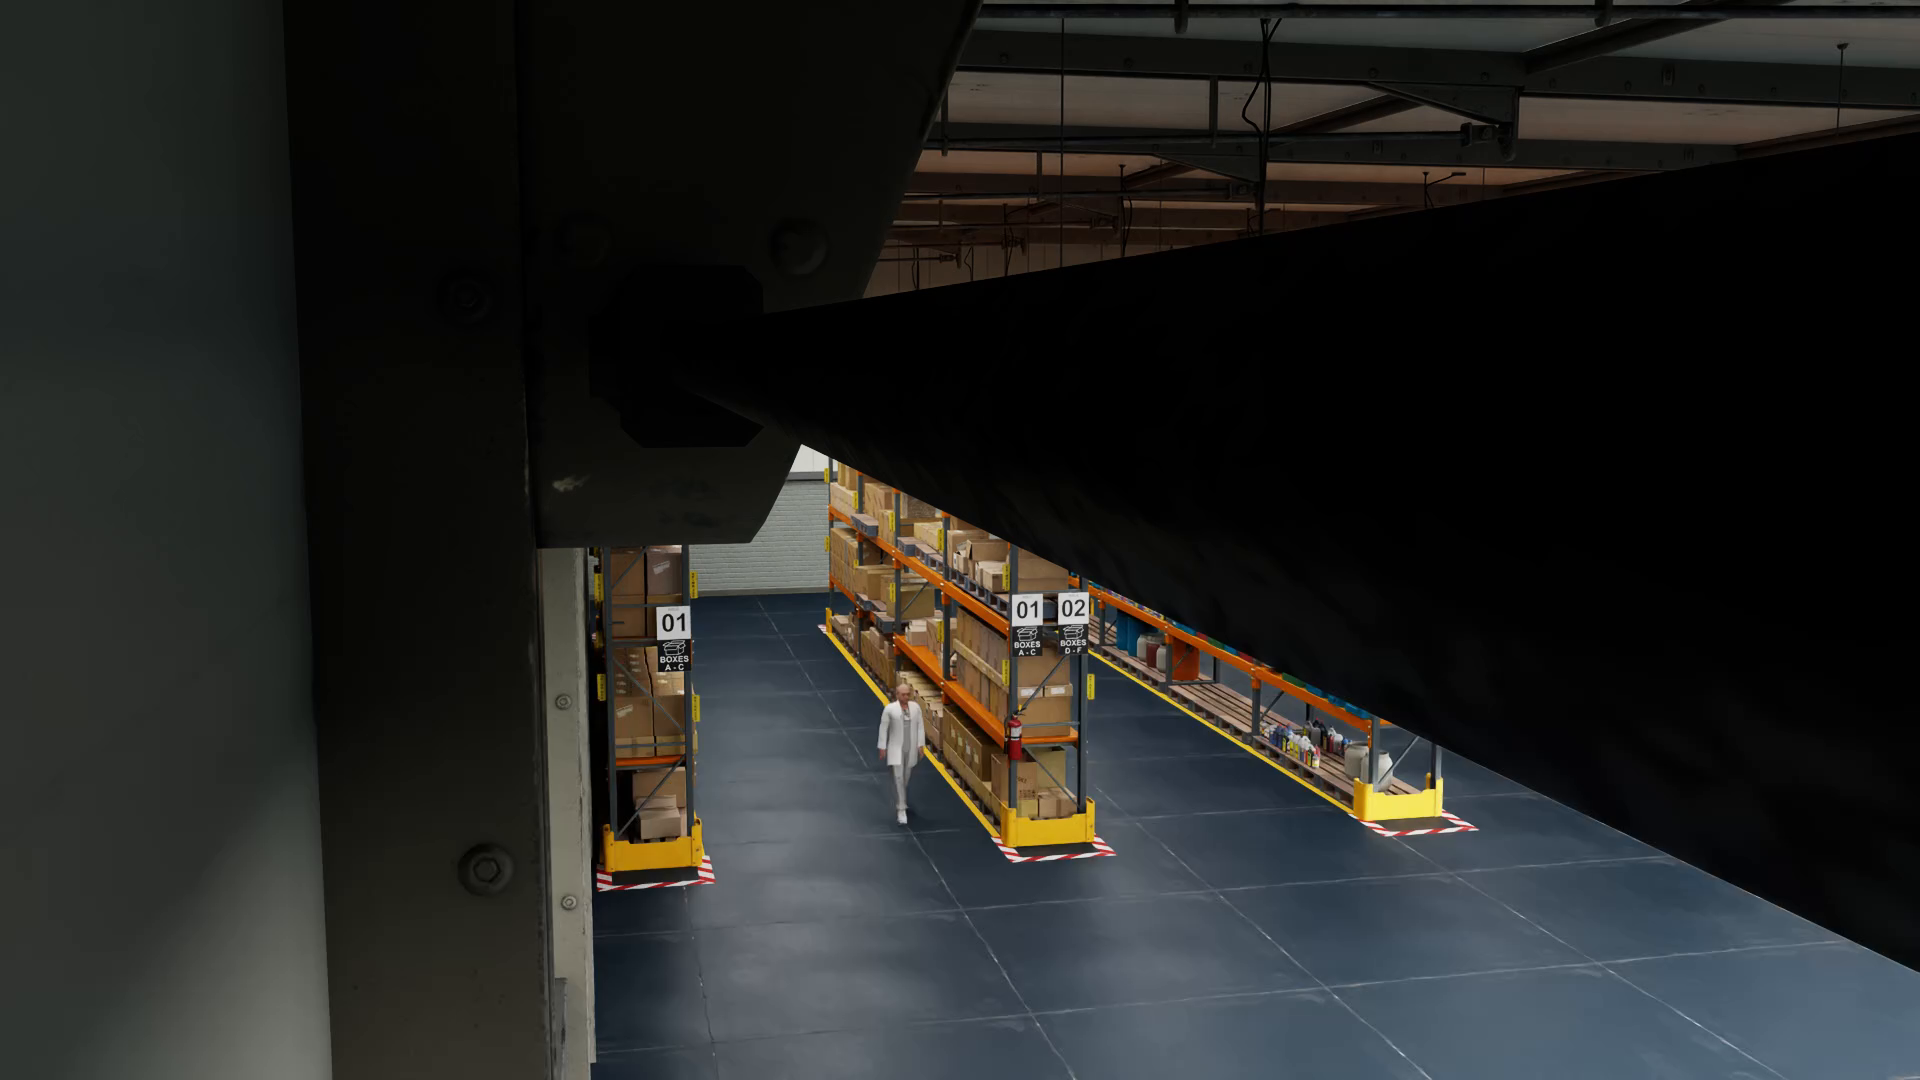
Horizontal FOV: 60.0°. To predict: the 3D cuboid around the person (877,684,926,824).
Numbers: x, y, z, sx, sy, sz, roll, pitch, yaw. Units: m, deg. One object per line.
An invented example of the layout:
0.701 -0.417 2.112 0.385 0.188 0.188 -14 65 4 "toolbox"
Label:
-0.756 2.813 22.283 0.619 1.766 0.923 -3 8 -27 "person"
